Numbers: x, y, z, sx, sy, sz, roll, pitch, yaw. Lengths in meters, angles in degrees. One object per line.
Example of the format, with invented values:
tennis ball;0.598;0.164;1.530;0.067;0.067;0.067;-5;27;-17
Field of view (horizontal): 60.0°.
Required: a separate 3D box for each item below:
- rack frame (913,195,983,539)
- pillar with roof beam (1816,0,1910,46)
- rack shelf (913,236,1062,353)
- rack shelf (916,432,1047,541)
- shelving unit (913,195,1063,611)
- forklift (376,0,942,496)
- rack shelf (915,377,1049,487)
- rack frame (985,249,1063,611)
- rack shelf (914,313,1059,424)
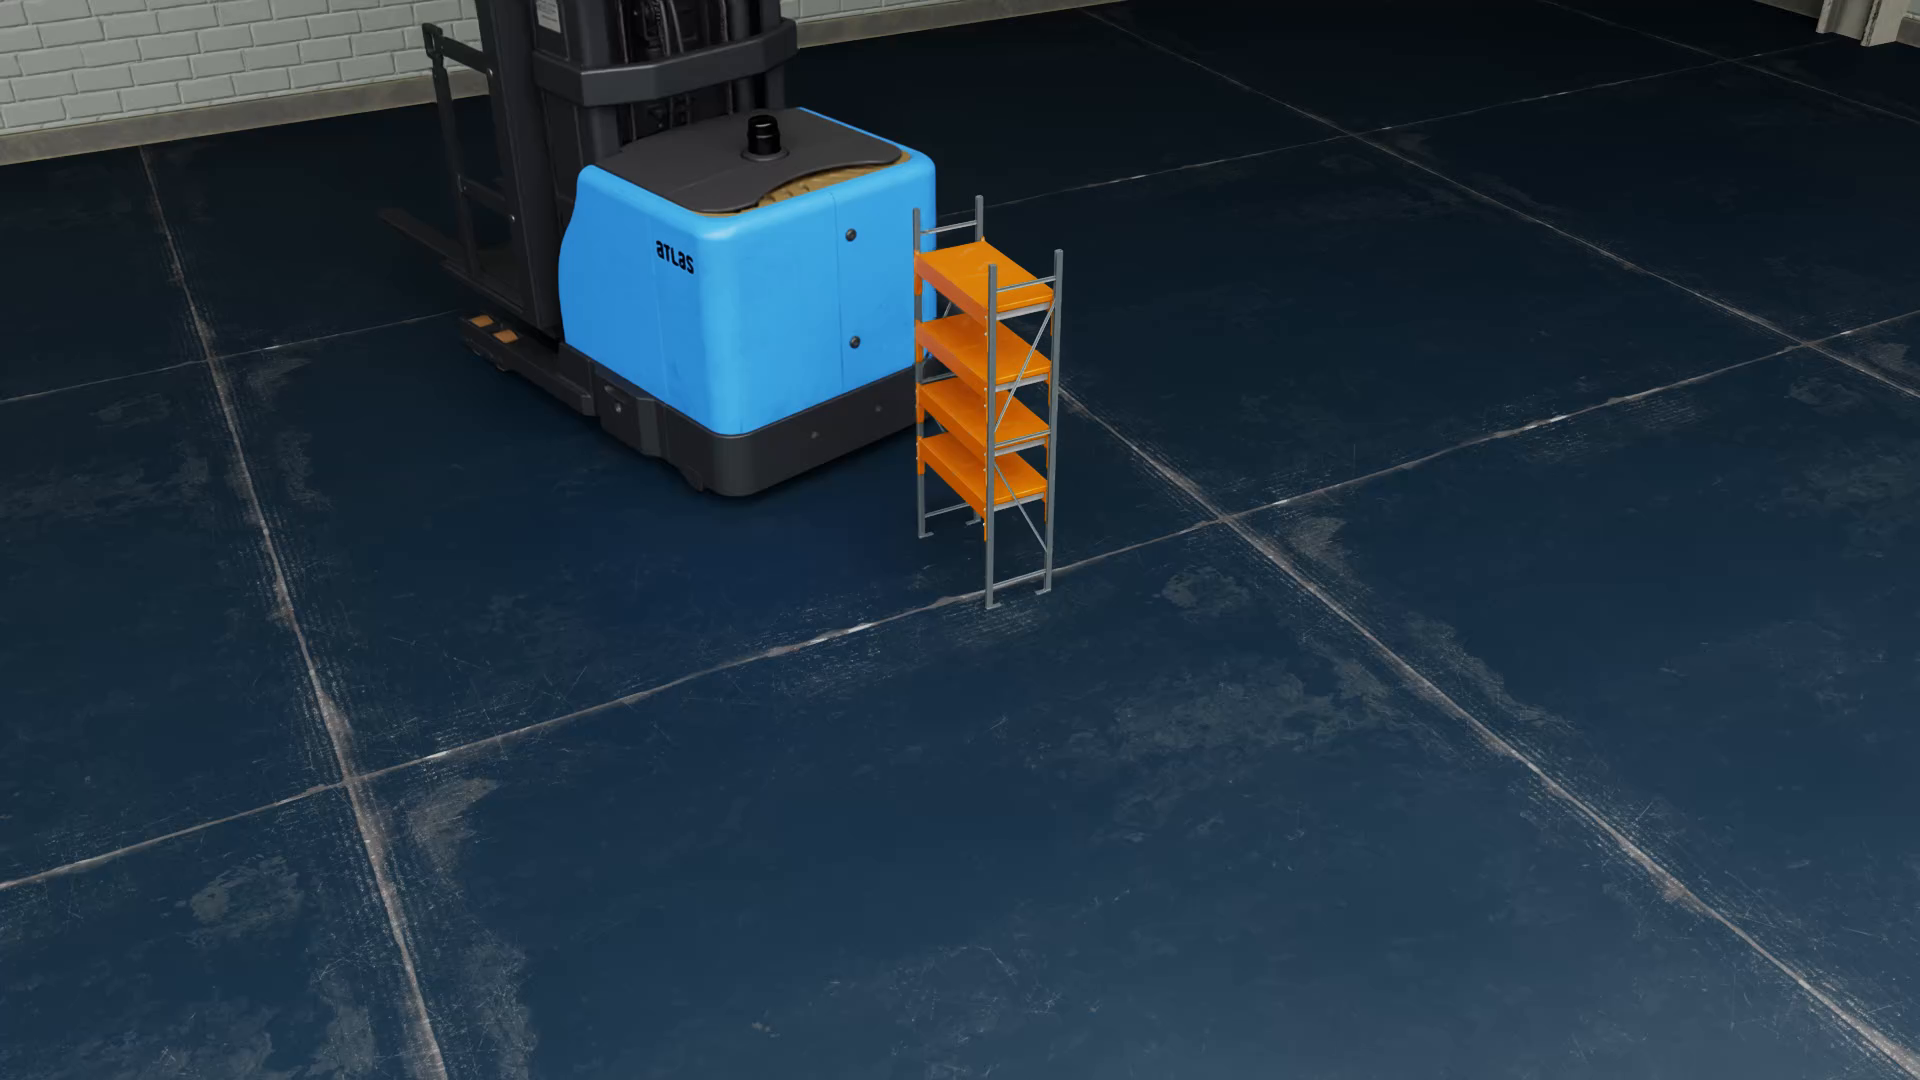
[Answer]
rack frame;-0.037;-0.543;5.485;0.240;1.200;0.015;-16;36;-23
pillar with roof beam;2.078;-6.017;6.801;9.100;9.000;0.400;-16;36;-23
rack shelf;0.077;-0.757;5.091;0.258;0.148;0.480;-16;36;-23
rack shelf;0.077;-0.202;5.446;0.258;0.148;0.480;-16;36;-23
shelving unit;0.077;-0.426;5.303;0.258;1.200;0.503;-16;36;-23
forklift;-1.439;-2.094;6.302;1.130;2.935;3.031;-26;41;-35
rack shelf;0.077;-0.370;5.339;0.258;0.148;0.480;-16;36;-23
rack frame;0.191;-0.310;5.121;0.240;1.200;0.015;-16;36;-23
rack shelf;0.077;-0.558;5.219;0.258;0.148;0.480;-16;36;-23
